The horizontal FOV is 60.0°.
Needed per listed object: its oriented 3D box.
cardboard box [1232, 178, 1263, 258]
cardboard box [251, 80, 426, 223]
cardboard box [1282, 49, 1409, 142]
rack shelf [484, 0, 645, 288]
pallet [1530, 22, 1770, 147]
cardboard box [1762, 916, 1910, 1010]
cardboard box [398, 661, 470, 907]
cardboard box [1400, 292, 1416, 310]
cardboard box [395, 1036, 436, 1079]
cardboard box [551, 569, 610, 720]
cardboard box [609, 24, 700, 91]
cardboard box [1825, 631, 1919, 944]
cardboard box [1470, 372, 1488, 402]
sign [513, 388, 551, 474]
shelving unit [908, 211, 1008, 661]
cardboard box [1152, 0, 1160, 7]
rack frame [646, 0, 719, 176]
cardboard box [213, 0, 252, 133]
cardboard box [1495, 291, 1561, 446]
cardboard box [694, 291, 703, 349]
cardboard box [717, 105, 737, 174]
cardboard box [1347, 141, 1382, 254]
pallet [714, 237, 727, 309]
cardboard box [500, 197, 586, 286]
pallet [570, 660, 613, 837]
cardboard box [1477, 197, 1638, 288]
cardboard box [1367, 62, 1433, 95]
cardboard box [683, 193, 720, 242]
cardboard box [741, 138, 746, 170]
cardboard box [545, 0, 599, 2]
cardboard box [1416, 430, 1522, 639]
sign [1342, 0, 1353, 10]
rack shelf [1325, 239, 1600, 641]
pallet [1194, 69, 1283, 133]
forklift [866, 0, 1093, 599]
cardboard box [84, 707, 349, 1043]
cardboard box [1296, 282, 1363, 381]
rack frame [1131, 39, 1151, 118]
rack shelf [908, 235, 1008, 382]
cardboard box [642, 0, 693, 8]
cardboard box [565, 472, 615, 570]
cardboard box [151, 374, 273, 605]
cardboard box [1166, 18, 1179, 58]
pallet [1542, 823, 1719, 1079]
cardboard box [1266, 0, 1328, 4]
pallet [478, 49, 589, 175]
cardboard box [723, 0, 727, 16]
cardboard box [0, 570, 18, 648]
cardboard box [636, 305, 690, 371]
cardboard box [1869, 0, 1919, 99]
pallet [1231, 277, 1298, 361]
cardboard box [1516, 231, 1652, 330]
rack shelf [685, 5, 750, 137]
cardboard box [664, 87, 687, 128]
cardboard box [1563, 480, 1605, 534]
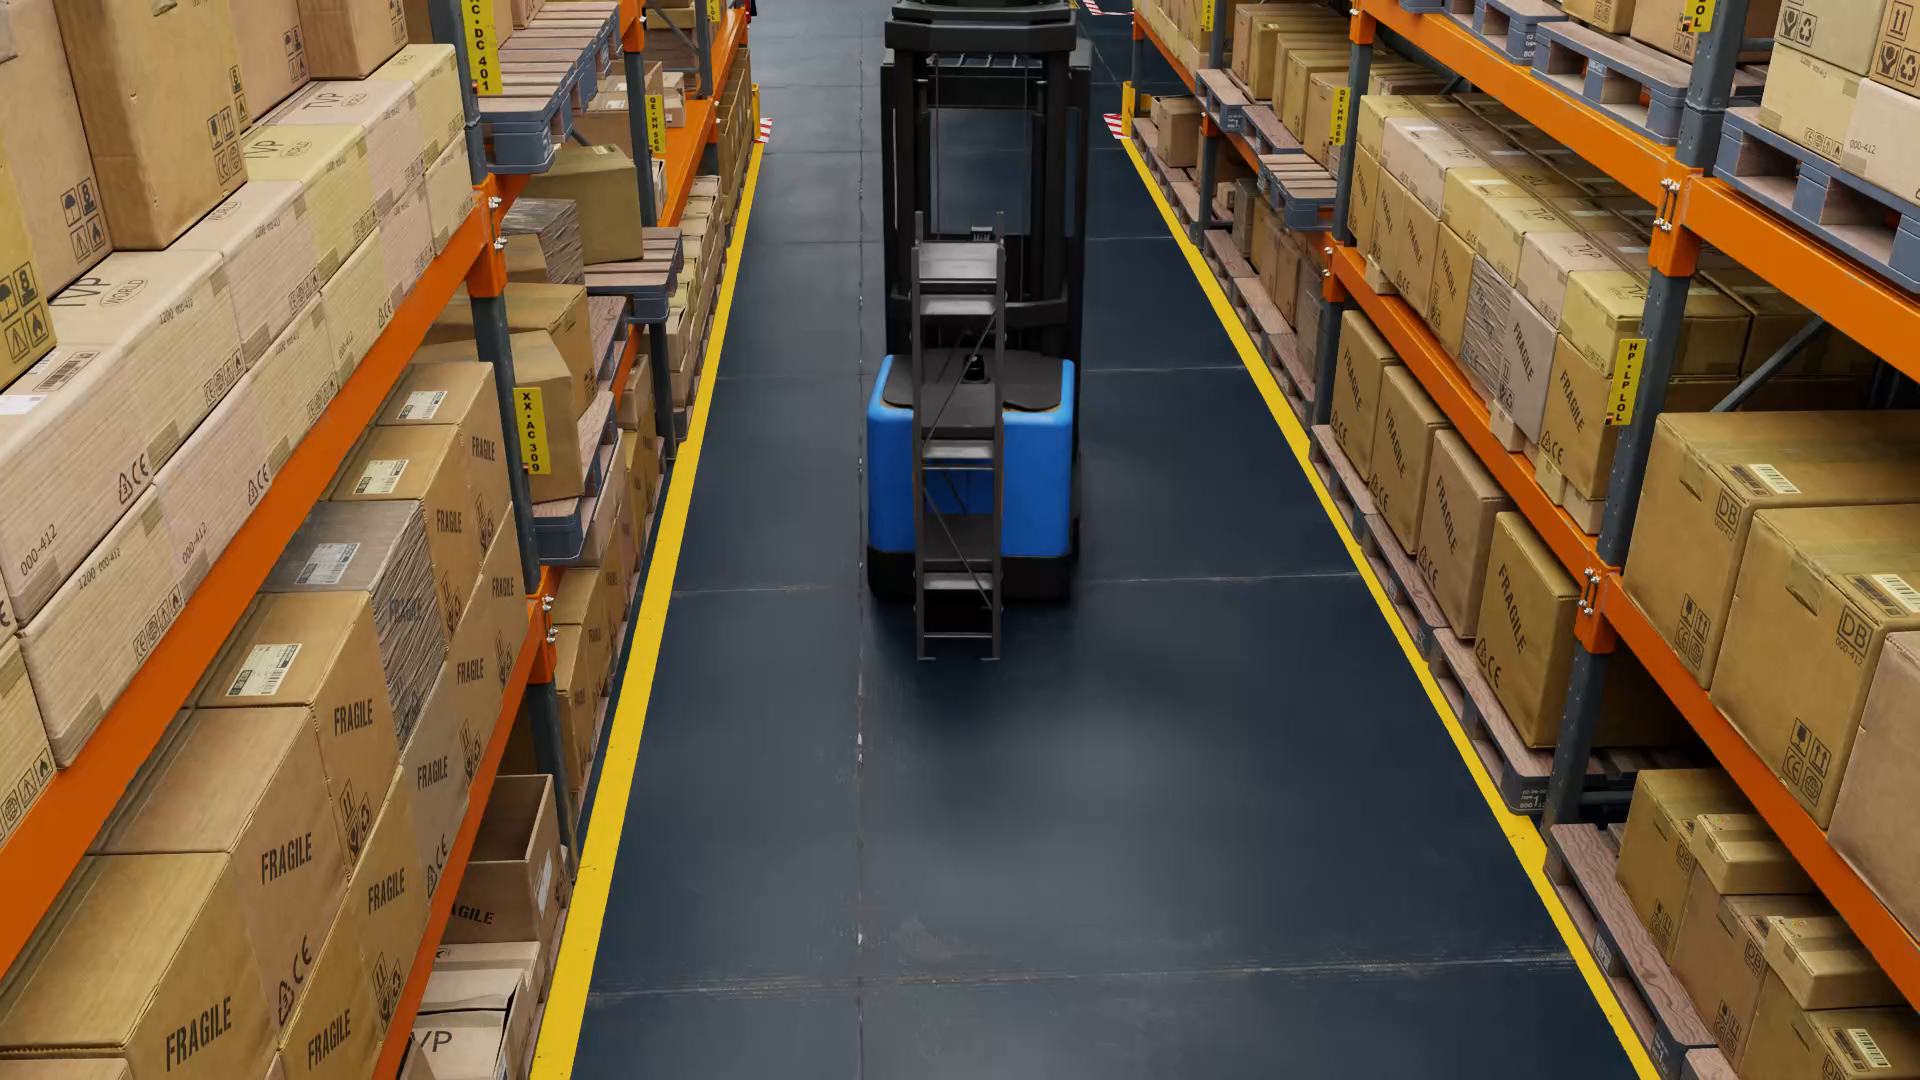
[{"bbox_3d":[2.548,-2.541,13.105,0.700,0.500,0.500,0,28,-1],"label":"cardboard box"},{"bbox_3d":[-1.716,-1.014,4.328,0.500,0.250,0.500,-1,28,-3],"label":"cardboard box"},{"bbox_3d":[2.580,-2.977,11.131,0.700,0.500,0.500,-1,28,-3],"label":"cardboard box"},{"bbox_3d":[-2.140,-1.912,7.207,1.077,0.370,4.000,-1,28,-3],"label":"rack shelf"},{"bbox_3d":[2.814,-1.766,6.356,0.805,0.209,1.217,-2,28,-5],"label":"pallet"},{"bbox_3d":[2.711,1.287,5.086,0.380,0.149,0.250,-2,28,-4],"label":"cardboard box"},{"bbox_3d":[-1.696,0.678,4.599,0.500,0.500,0.500,-1,28,-1],"label":"cardboard box"},{"bbox_3d":[2.558,-1.332,8.809,0.380,0.149,0.250,-2,28,-3],"label":"cardboard box"},{"bbox_3d":[-1.933,1.802,4.776,0.797,0.503,0.637,-1,28,-3],"label":"cardboard box"},{"bbox_3d":[-1.857,0.460,7.351,0.500,0.500,0.500,-1,28,-2],"label":"cardboard box"},{"bbox_3d":[-2.483,-3.921,13.417,0.700,0.500,0.500,-2,28,-4],"label":"cardboard box"},{"bbox_3d":[3.003,0.692,4.355,0.980,0.700,0.700,-3,28,-5],"label":"cardboard box"},{"bbox_3d":[2.588,-0.734,7.663,0.380,0.149,0.250,-2,28,-4],"label":"cardboard box"},{"bbox_3d":[-1.494,-0.378,5.795,0.100,0.325,0.005,-1,28,-3],"label":"sign"},{"bbox_3d":[-0.006,-0.448,7.823,0.431,2.100,0.503,0,29,1],"label":"shelving unit"},{"bbox_3d":[2.046,-5.221,15.346,0.500,0.500,0.500,-2,28,-4],"label":"cardboard box"},{"bbox_3d":[-2.453,-3.672,13.047,1.000,3.000,0.127,-1,28,-3],"label":"rack frame"},{"bbox_3d":[-2.055,-1.107,3.695,0.700,0.500,0.500,-1,28,-3],"label":"cardboard box"},{"bbox_3d":[2.599,-0.727,6.948,0.500,0.500,0.500,-1,28,-2],"label":"cardboard box"},{"bbox_3d":[-2.039,-1.513,11.426,0.500,0.250,0.500,-2,28,-4],"label":"cardboard box"},{"bbox_3d":[-2.199,-3.424,14.280,0.500,0.500,0.500,-1,28,-3],"label":"cardboard box"},{"bbox_3d":[2.472,-1.901,9.199,0.500,0.500,0.500,-1,28,-1],"label":"cardboard box"},{"bbox_3d":[-2.376,-2.097,13.041,1.003,0.211,1.213,-1,28,-3],"label":"pallet"},{"bbox_3d":[-2.242,-1.340,8.014,0.700,0.500,0.500,4,28,7],"label":"cardboard box"},{"bbox_3d":[-2.116,0.884,7.327,1.003,0.211,1.213,-1,28,-3],"label":"pallet"},{"bbox_3d":[2.587,-1.298,7.233,0.500,0.250,0.500,-1,28,-2],"label":"cardboard box"},{"bbox_3d":[2.623,-2.780,10.051,0.380,0.149,0.250,-6,28,-11],"label":"cardboard box"},{"bbox_3d":[-2.113,-2.468,12.650,0.500,0.311,0.500,-1,28,-1],"label":"cardboard box"},{"bbox_3d":[-2.249,-3.553,15.339,0.500,0.250,0.500,-1,28,-3],"label":"cardboard box"},{"bbox_3d":[-2.134,-2.523,7.492,0.910,0.500,0.500,-1,28,-3],"label":"cardboard box"},{"bbox_3d":[2.698,-0.039,7.953,0.750,0.750,0.750,-1,28,-1],"label":"cardboard box"},{"bbox_3d":[3.047,-4.322,13.041,0.100,0.325,0.005,-1,28,-3],"label":"sign"},{"bbox_3d":[2.807,-0.704,8.133,1.077,0.370,4.000,-1,28,-3],"label":"rack shelf"},{"bbox_3d":[2.388,-3.352,12.641,1.003,0.211,1.213,-1,28,-3],"label":"pallet"},{"bbox_3d":[0.152,-1.646,9.237,1.130,2.935,3.031,2,28,4],"label":"forklift"},{"bbox_3d":[-1.643,0.698,3.478,0.500,0.500,0.500,-1,28,-2],"label":"cardboard box"},{"bbox_3d":[2.612,-1.364,10.849,0.700,0.500,0.500,-1,28,-2],"label":"cardboard box"},{"bbox_3d":[2.284,-5.641,16.821,1.000,3.000,0.127,-1,28,-3],"label":"rack frame"},{"bbox_3d":[-0.006,-1.047,7.488,0.431,0.518,0.480,0,29,1],"label":"rack shelf"},{"bbox_3d":[-2.483,-4.496,13.117,0.700,0.500,0.500,-1,28,-2],"label":"cardboard box"},{"bbox_3d":[-1.870,-0.088,7.591,0.500,0.250,0.500,-1,28,-3],"label":"cardboard box"},{"bbox_3d":[-1.641,-0.099,3.115,0.500,0.250,0.500,-1,28,-3],"label":"cardboard box"},{"bbox_3d":[2.106,-4.409,14.601,0.500,0.250,0.500,-2,28,-3],"label":"cardboard box"},{"bbox_3d":[2.873,1.490,6.164,1.003,0.211,1.213,-1,28,-3],"label":"pallet"},{"bbox_3d":[2.677,-4.290,13.562,0.500,0.500,0.500,-2,28,-4],"label":"cardboard box"},{"bbox_3d":[-2.000,-1.527,5.894,1.213,0.211,1.003,-1,28,-3],"label":"pallet"},{"bbox_3d":[-2.651,-5.348,16.152,0.700,0.500,0.500,-1,28,-3],"label":"cardboard box"},{"bbox_3d":[-1.594,0.141,2.114,0.500,0.250,0.500,-1,28,-3],"label":"cardboard box"},{"bbox_3d":[-1.979,-1.290,10.392,0.500,0.311,0.500,0,28,-1],"label":"cardboard box"},{"bbox_3d":[2.701,-1.352,4.145,0.500,0.500,0.500,-2,28,-4],"label":"cardboard box"},{"bbox_3d":[2.602,-1.633,12.152,1.003,0.211,1.213,-1,28,-3],"label":"pallet"},{"bbox_3d":[2.614,-1.062,6.781,0.500,0.250,0.500,-1,28,-2],"label":"cardboard box"},{"bbox_3d":[-2.558,-4.277,14.984,1.077,0.370,4.000,-1,28,-3],"label":"rack shelf"},{"bbox_3d":[-2.224,-3.211,12.308,0.396,0.266,0.258,-2,28,-4],"label":"cardboard box"},{"bbox_3d":[2.611,-0.146,6.536,0.380,0.149,0.250,-1,28,-2],"label":"cardboard box"}]
